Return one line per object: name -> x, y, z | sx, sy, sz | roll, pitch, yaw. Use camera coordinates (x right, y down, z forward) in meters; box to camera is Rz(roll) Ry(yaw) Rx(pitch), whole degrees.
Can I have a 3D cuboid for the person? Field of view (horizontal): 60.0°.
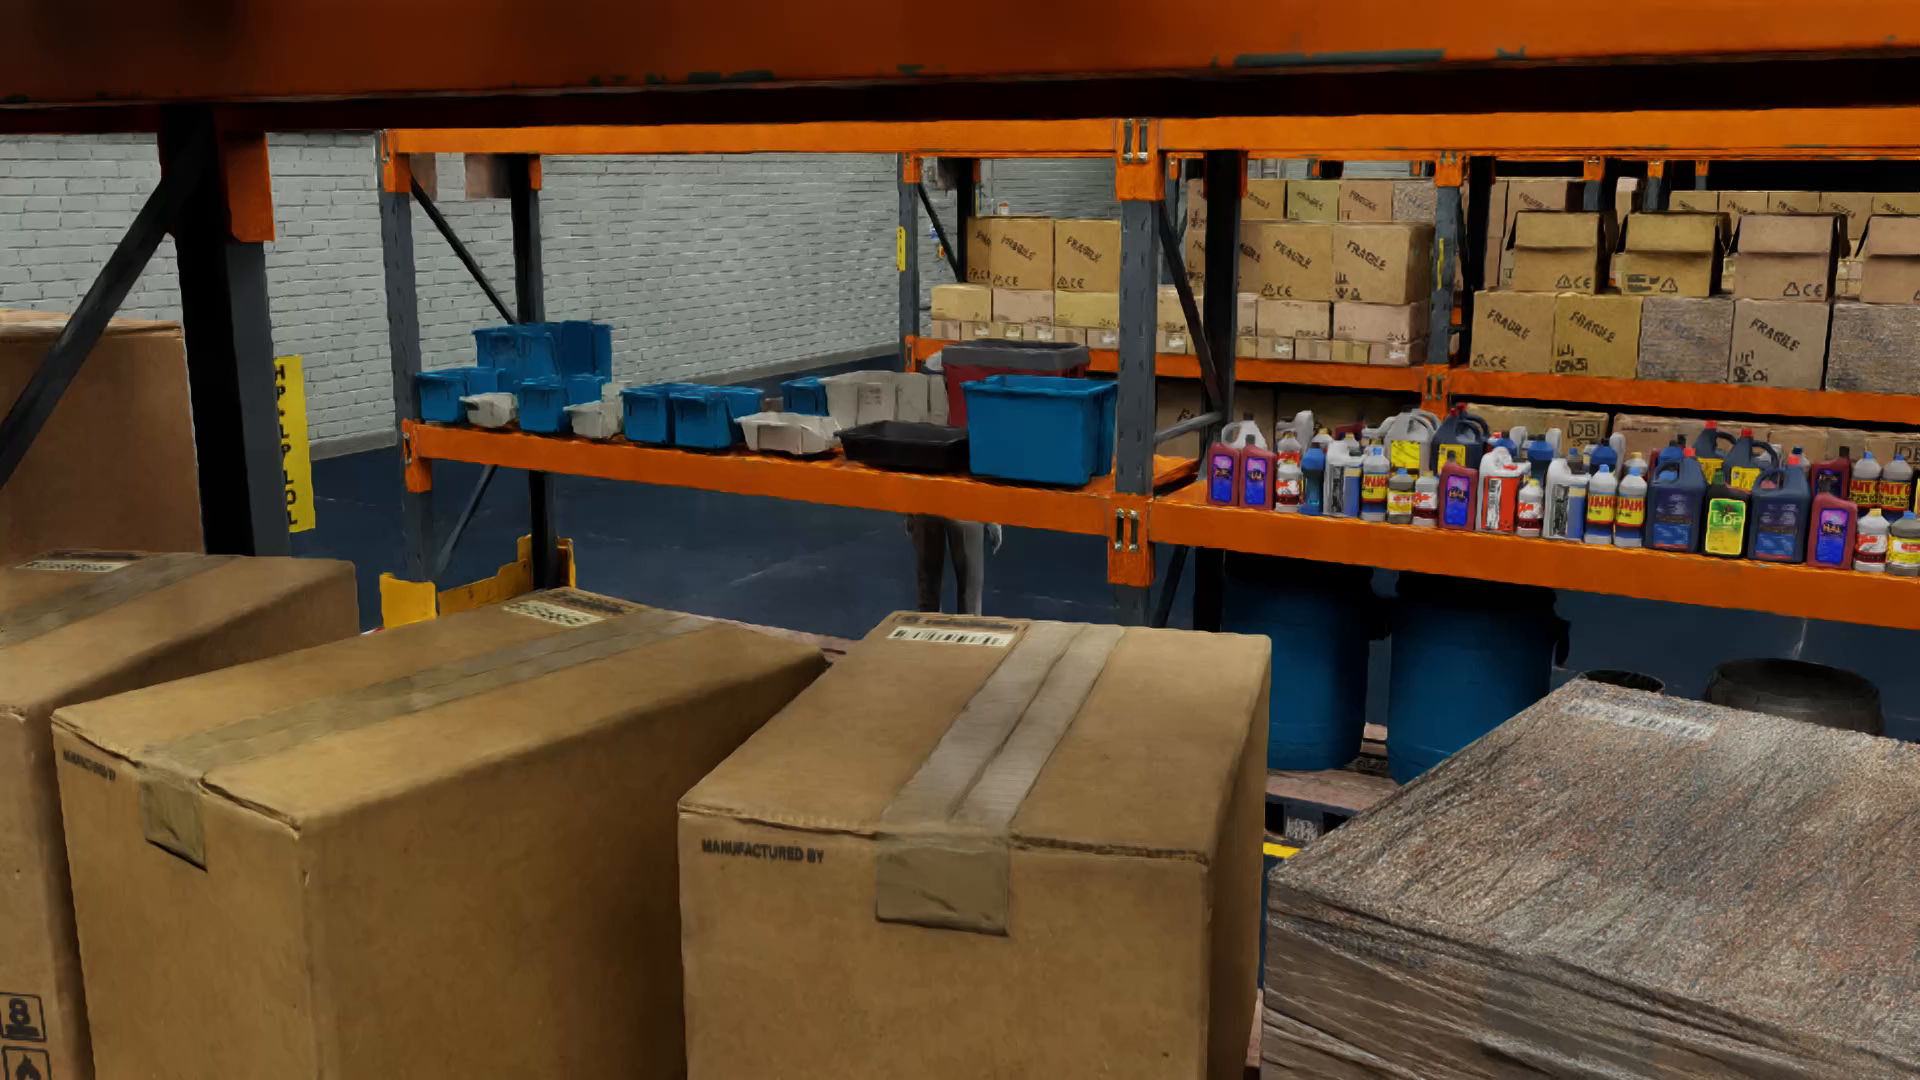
person -> -0.025, -0.112, 8.325 | 0.537, 1.684, 0.435 | 3, 13, 15
